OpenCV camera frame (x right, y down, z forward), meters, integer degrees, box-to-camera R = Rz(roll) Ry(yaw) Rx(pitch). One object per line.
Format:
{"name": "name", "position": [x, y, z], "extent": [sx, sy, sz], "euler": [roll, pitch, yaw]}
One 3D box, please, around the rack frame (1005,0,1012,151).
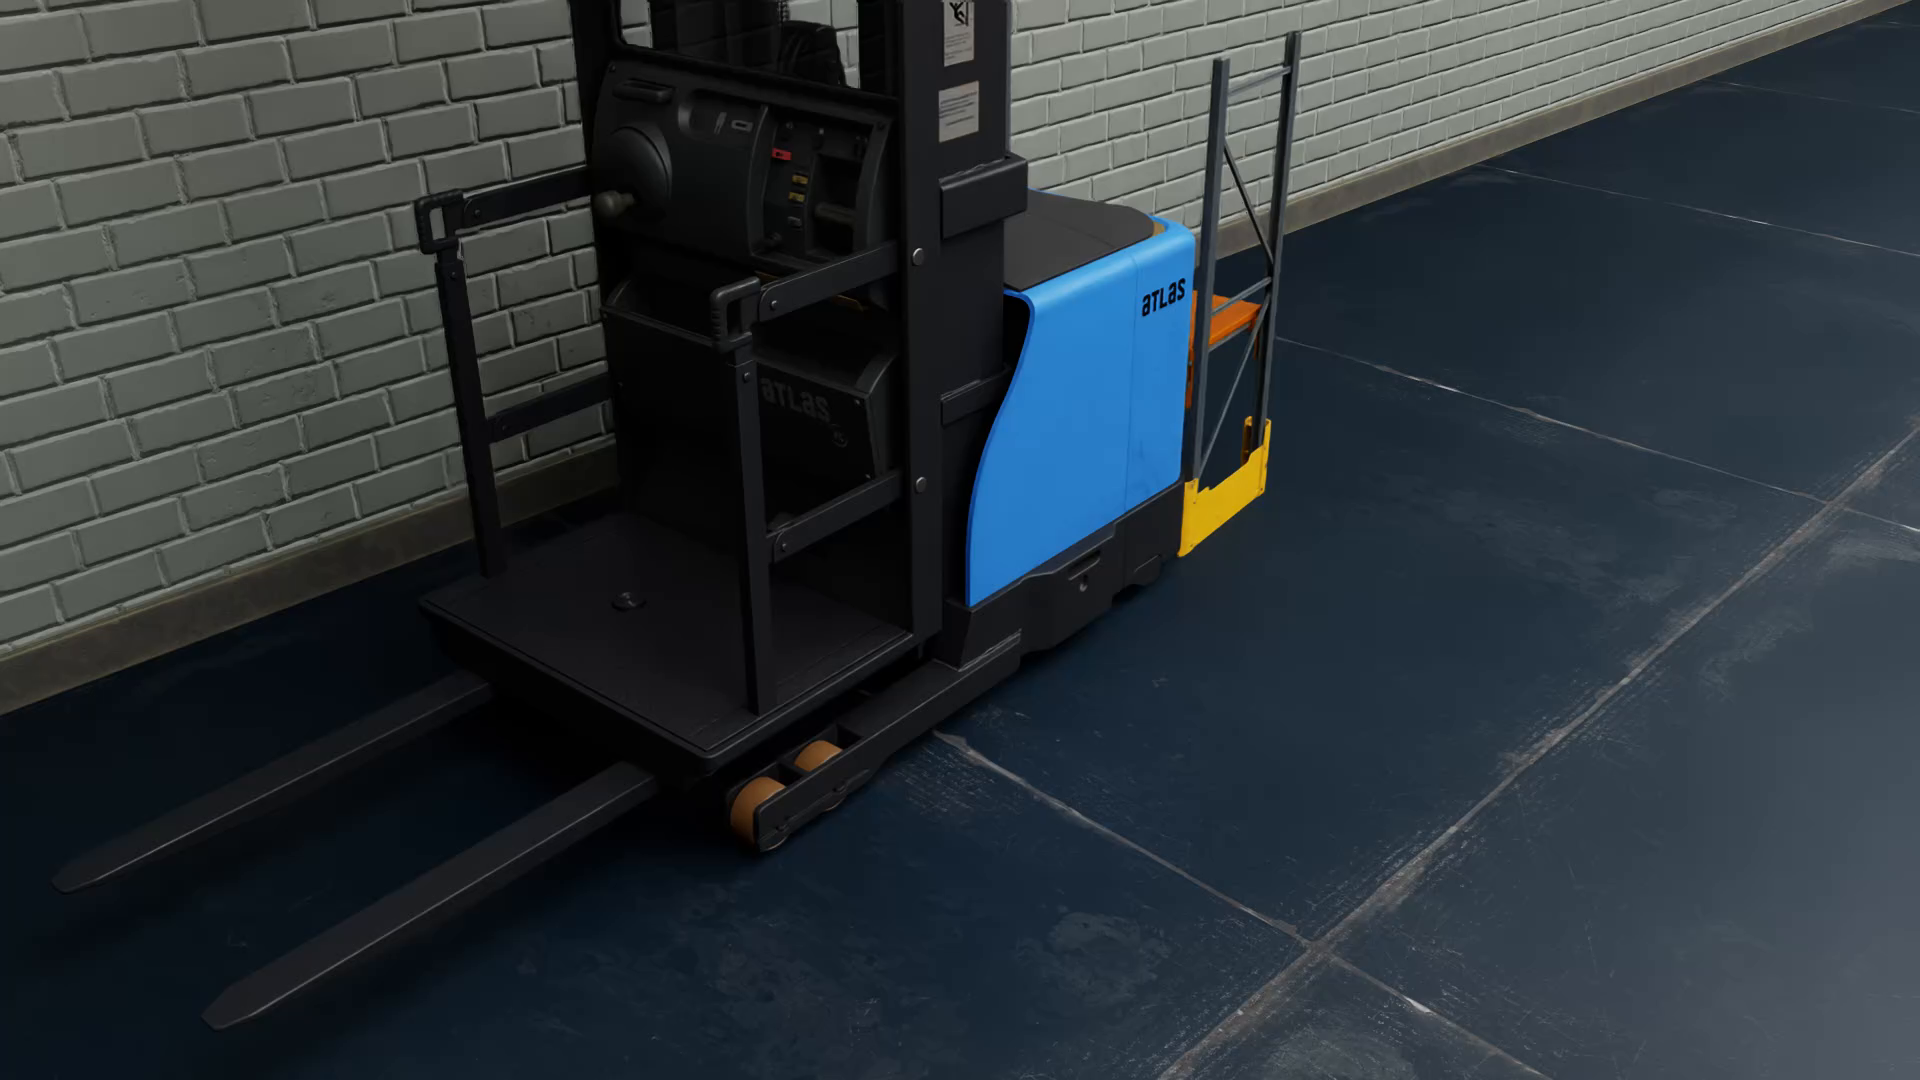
{"name": "rack frame", "position": [0.012, -1.002, 5.543], "extent": [0.032, 1.500, 0.500], "euler": [18, 33, 31]}

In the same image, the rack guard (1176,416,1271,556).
{"name": "rack guard", "position": [0.826, -0.180, 5.324], "extent": [0.087, 0.250, 0.587], "euler": [18, 33, 31]}

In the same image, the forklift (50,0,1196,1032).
{"name": "forklift", "position": [-0.657, -0.839, 3.696], "extent": [1.130, 2.935, 3.031], "euler": [21, 34, 34]}

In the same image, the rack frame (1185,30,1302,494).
{"name": "rack frame", "position": [0.842, -0.728, 5.023], "extent": [0.032, 1.500, 0.500], "euler": [18, 33, 31]}

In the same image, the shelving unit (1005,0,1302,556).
{"name": "shelving unit", "position": [0.419, -0.867, 5.288], "extent": [1.083, 1.500, 0.587], "euler": [18, 33, 31]}

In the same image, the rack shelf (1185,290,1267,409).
{"name": "rack shelf", "position": [0.427, -0.706, 5.367], "extent": [1.000, 0.185, 0.538], "euler": [18, 33, 31]}
